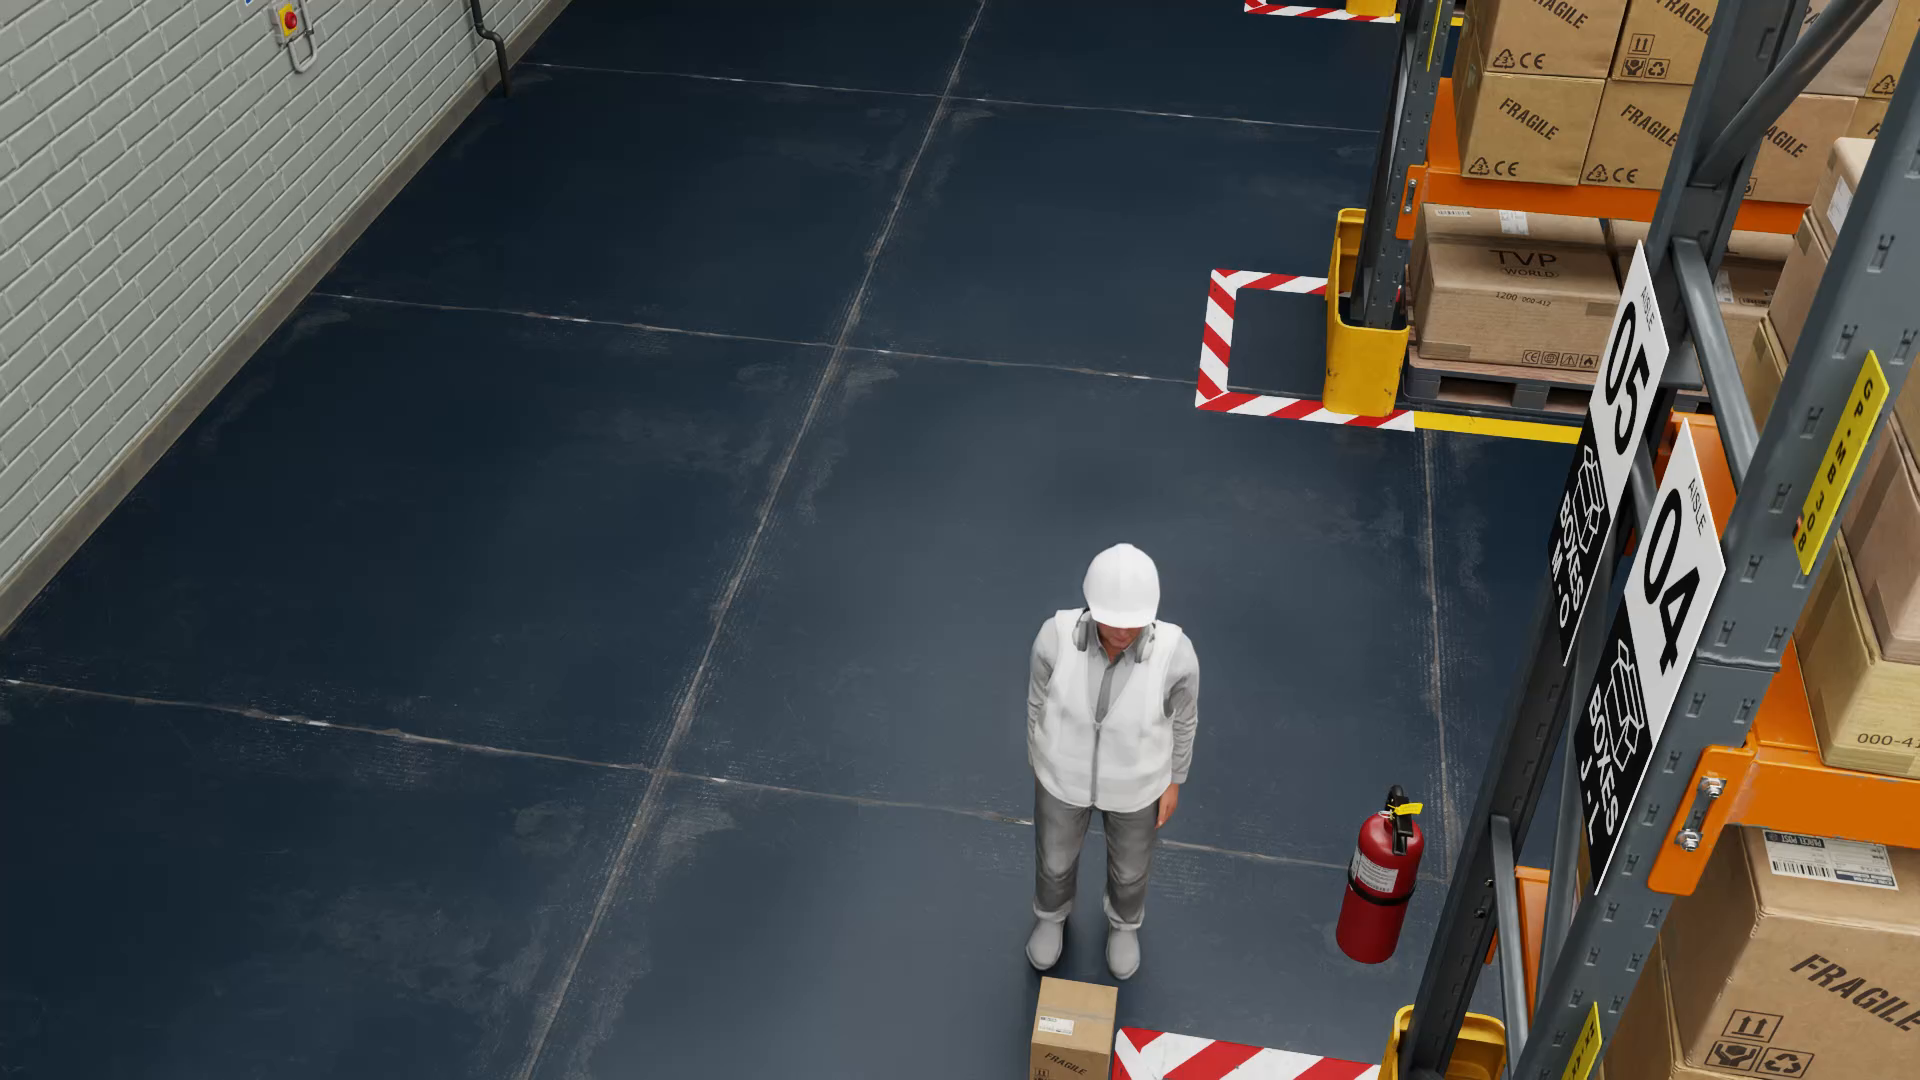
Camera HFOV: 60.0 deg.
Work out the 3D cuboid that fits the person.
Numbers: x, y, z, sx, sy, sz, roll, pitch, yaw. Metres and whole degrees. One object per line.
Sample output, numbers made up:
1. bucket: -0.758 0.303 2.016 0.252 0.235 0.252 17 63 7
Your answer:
1. person: 0.463 0.738 5.275 0.531 1.772 0.359 7 41 9
